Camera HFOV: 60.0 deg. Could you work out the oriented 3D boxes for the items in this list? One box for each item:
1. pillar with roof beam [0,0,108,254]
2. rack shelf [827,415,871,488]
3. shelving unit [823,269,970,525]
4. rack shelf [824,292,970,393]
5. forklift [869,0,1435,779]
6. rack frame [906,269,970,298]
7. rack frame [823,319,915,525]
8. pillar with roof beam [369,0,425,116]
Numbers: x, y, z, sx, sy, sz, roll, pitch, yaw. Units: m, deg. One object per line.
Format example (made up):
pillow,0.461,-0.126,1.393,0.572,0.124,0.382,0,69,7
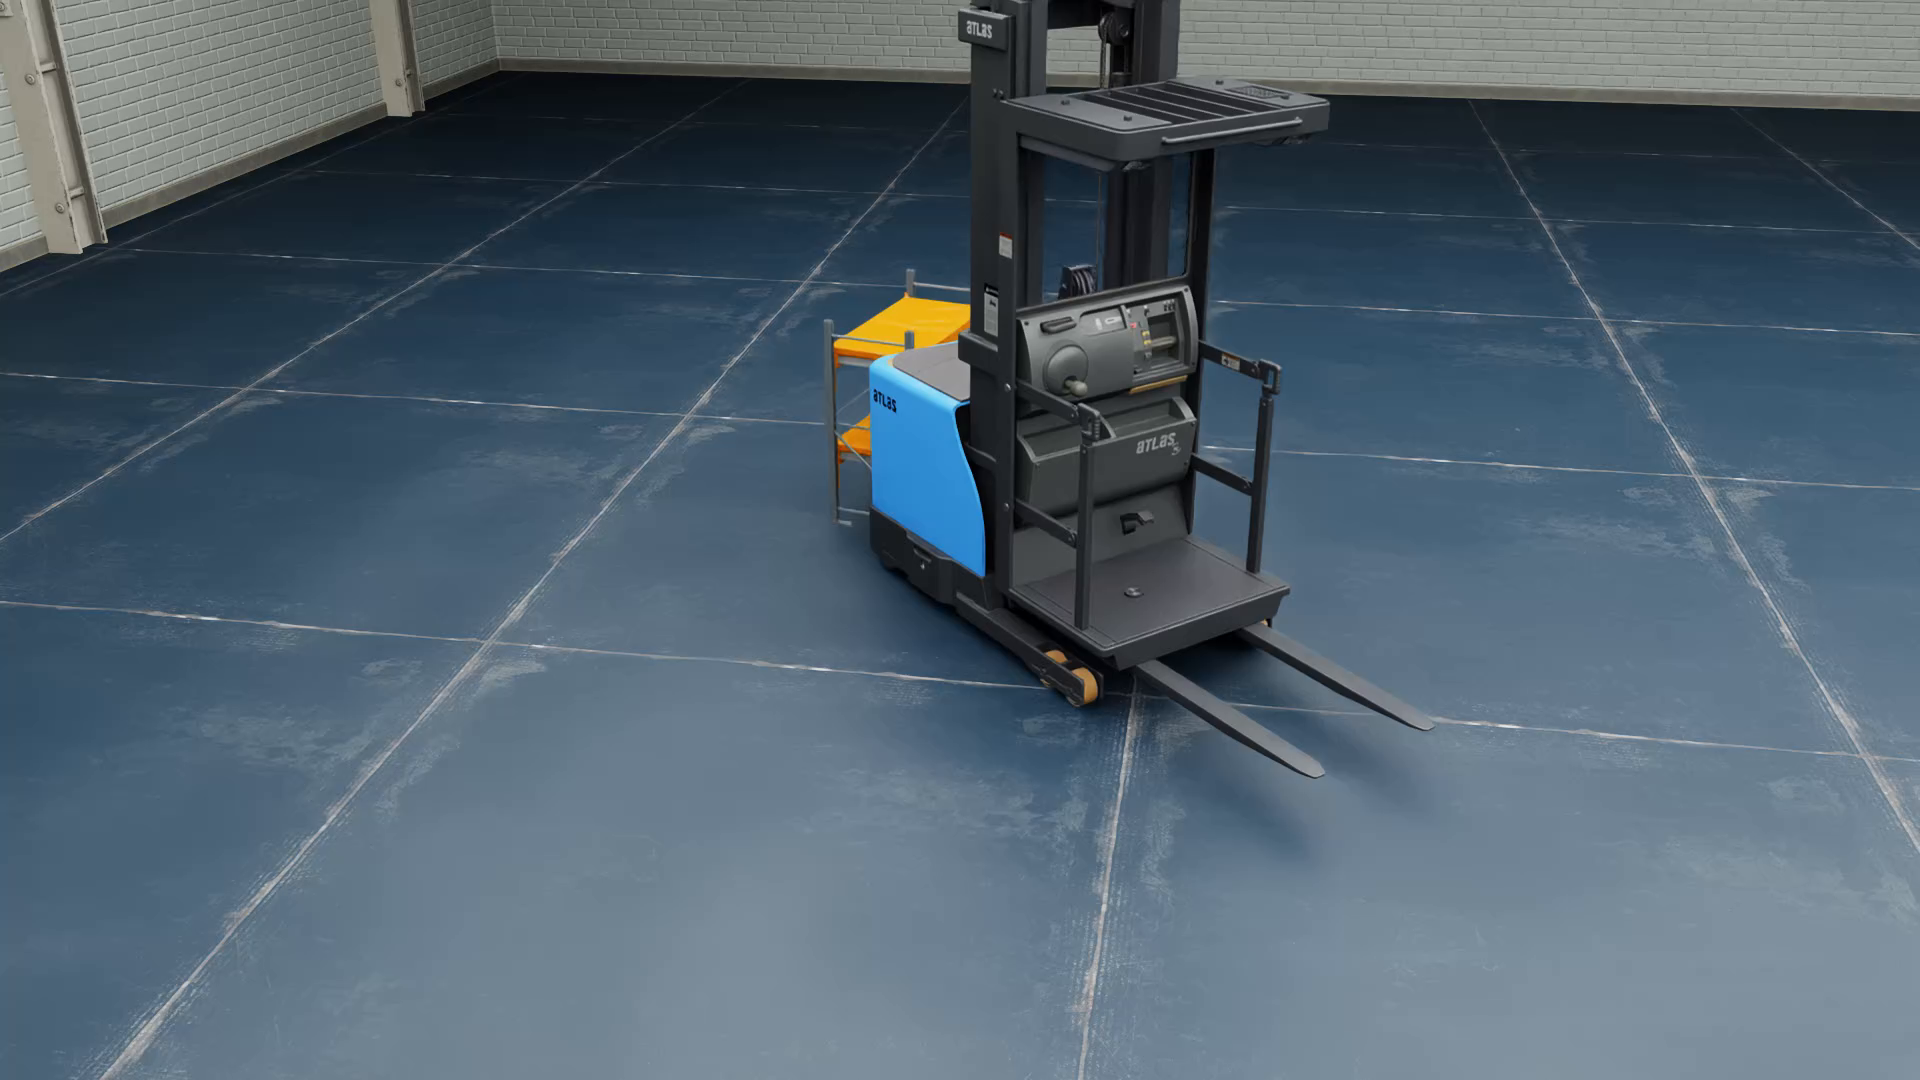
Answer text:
pillar with roof beam,-3.201,-6.250,11.487,9.100,9.000,0.400,4,25,9
rack shelf,-0.265,-0.550,9.175,0.538,0.278,1.000,10,27,21
shelving unit,-0.265,-0.772,9.072,0.538,1.125,1.048,10,27,21
rack shelf,-0.265,-1.037,8.948,0.538,0.278,1.000,10,27,21
forklift,0.779,-0.836,7.078,1.130,2.935,3.031,-16,29,-30
rack frame,-0.067,-0.970,9.496,0.500,1.125,0.032,10,27,21
rack frame,-0.462,-0.573,8.647,0.500,1.125,0.032,10,27,21
pillar with roof beam,-2.220,-8.759,16.848,9.100,9.000,0.400,4,25,9
